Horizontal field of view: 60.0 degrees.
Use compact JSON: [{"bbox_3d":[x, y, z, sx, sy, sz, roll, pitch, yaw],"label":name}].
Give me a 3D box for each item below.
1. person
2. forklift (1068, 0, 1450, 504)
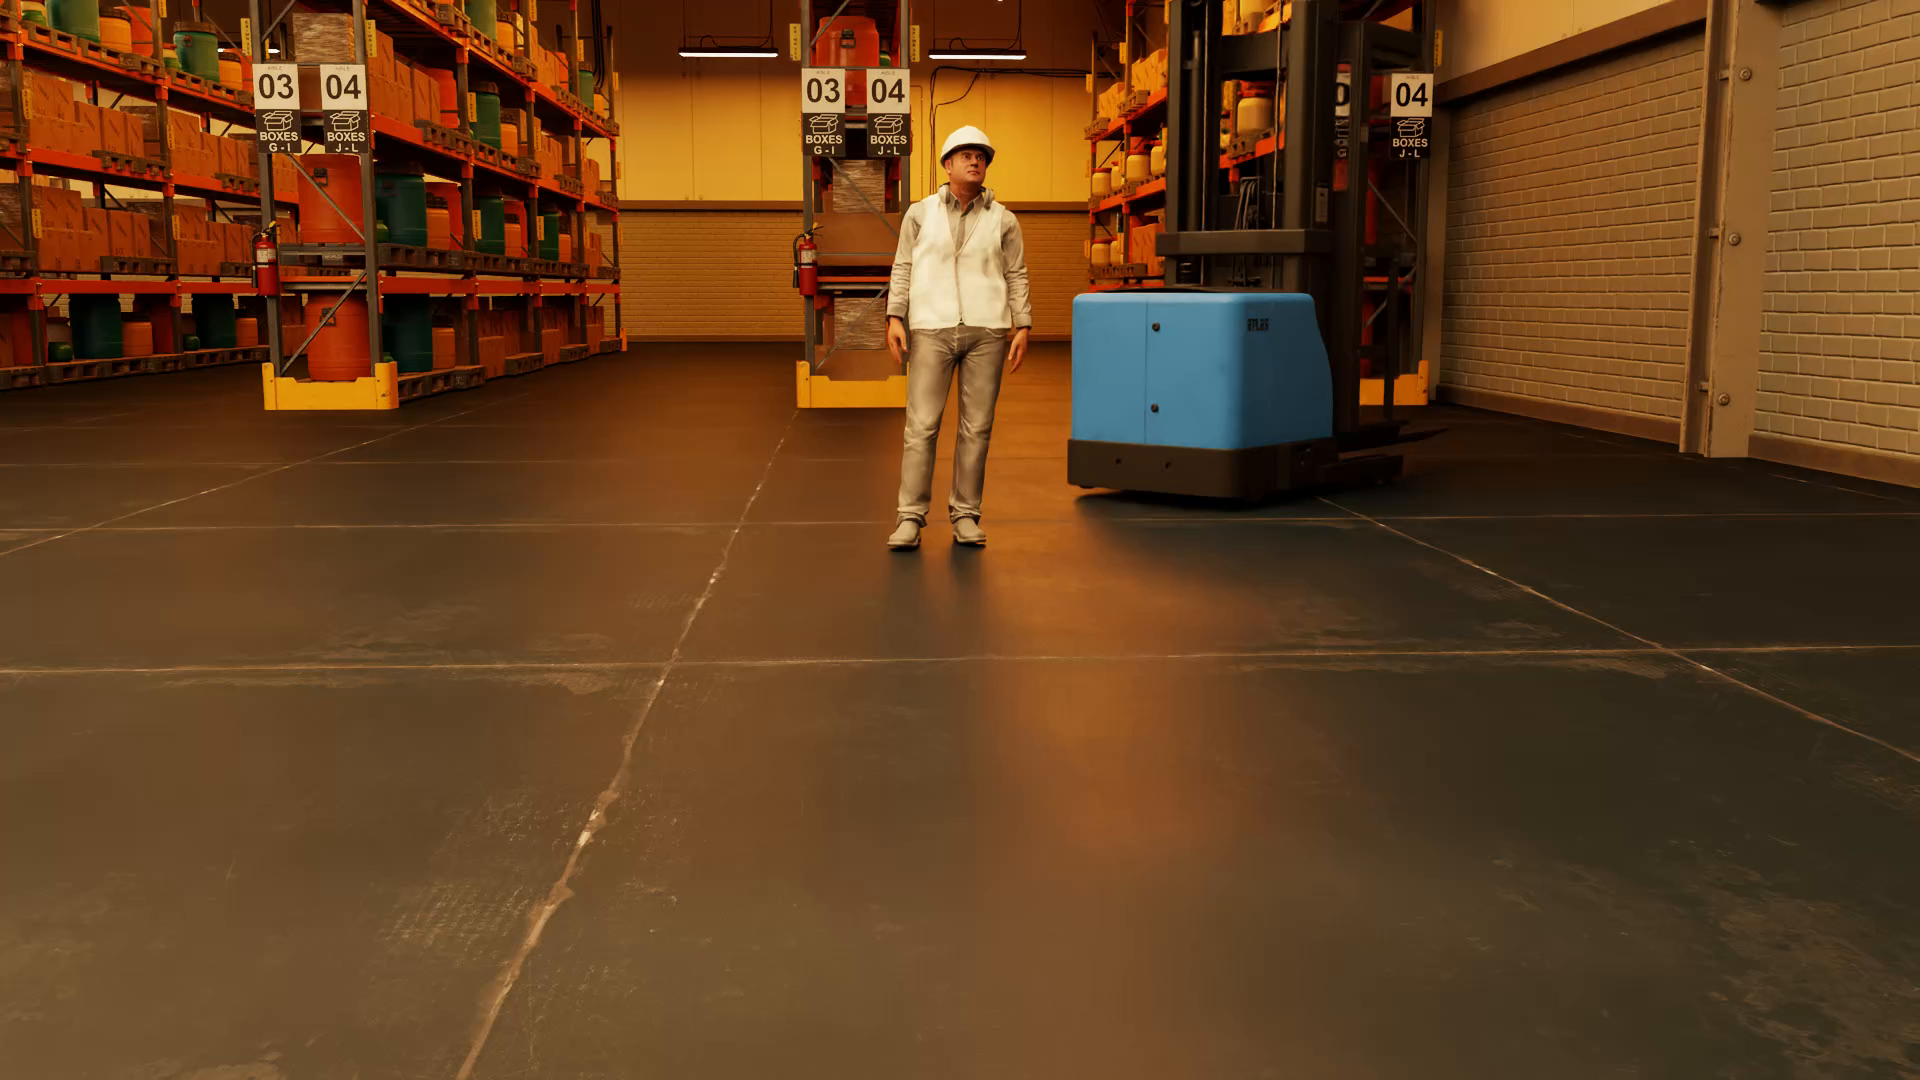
[{"bbox_3d":[-0.003,-0.875,7.115,0.634,1.776,0.565,-1,8,-4],"label":"person"},{"bbox_3d":[1.896,-1.799,9.448,1.130,2.935,3.031,7,11,39],"label":"forklift"}]
